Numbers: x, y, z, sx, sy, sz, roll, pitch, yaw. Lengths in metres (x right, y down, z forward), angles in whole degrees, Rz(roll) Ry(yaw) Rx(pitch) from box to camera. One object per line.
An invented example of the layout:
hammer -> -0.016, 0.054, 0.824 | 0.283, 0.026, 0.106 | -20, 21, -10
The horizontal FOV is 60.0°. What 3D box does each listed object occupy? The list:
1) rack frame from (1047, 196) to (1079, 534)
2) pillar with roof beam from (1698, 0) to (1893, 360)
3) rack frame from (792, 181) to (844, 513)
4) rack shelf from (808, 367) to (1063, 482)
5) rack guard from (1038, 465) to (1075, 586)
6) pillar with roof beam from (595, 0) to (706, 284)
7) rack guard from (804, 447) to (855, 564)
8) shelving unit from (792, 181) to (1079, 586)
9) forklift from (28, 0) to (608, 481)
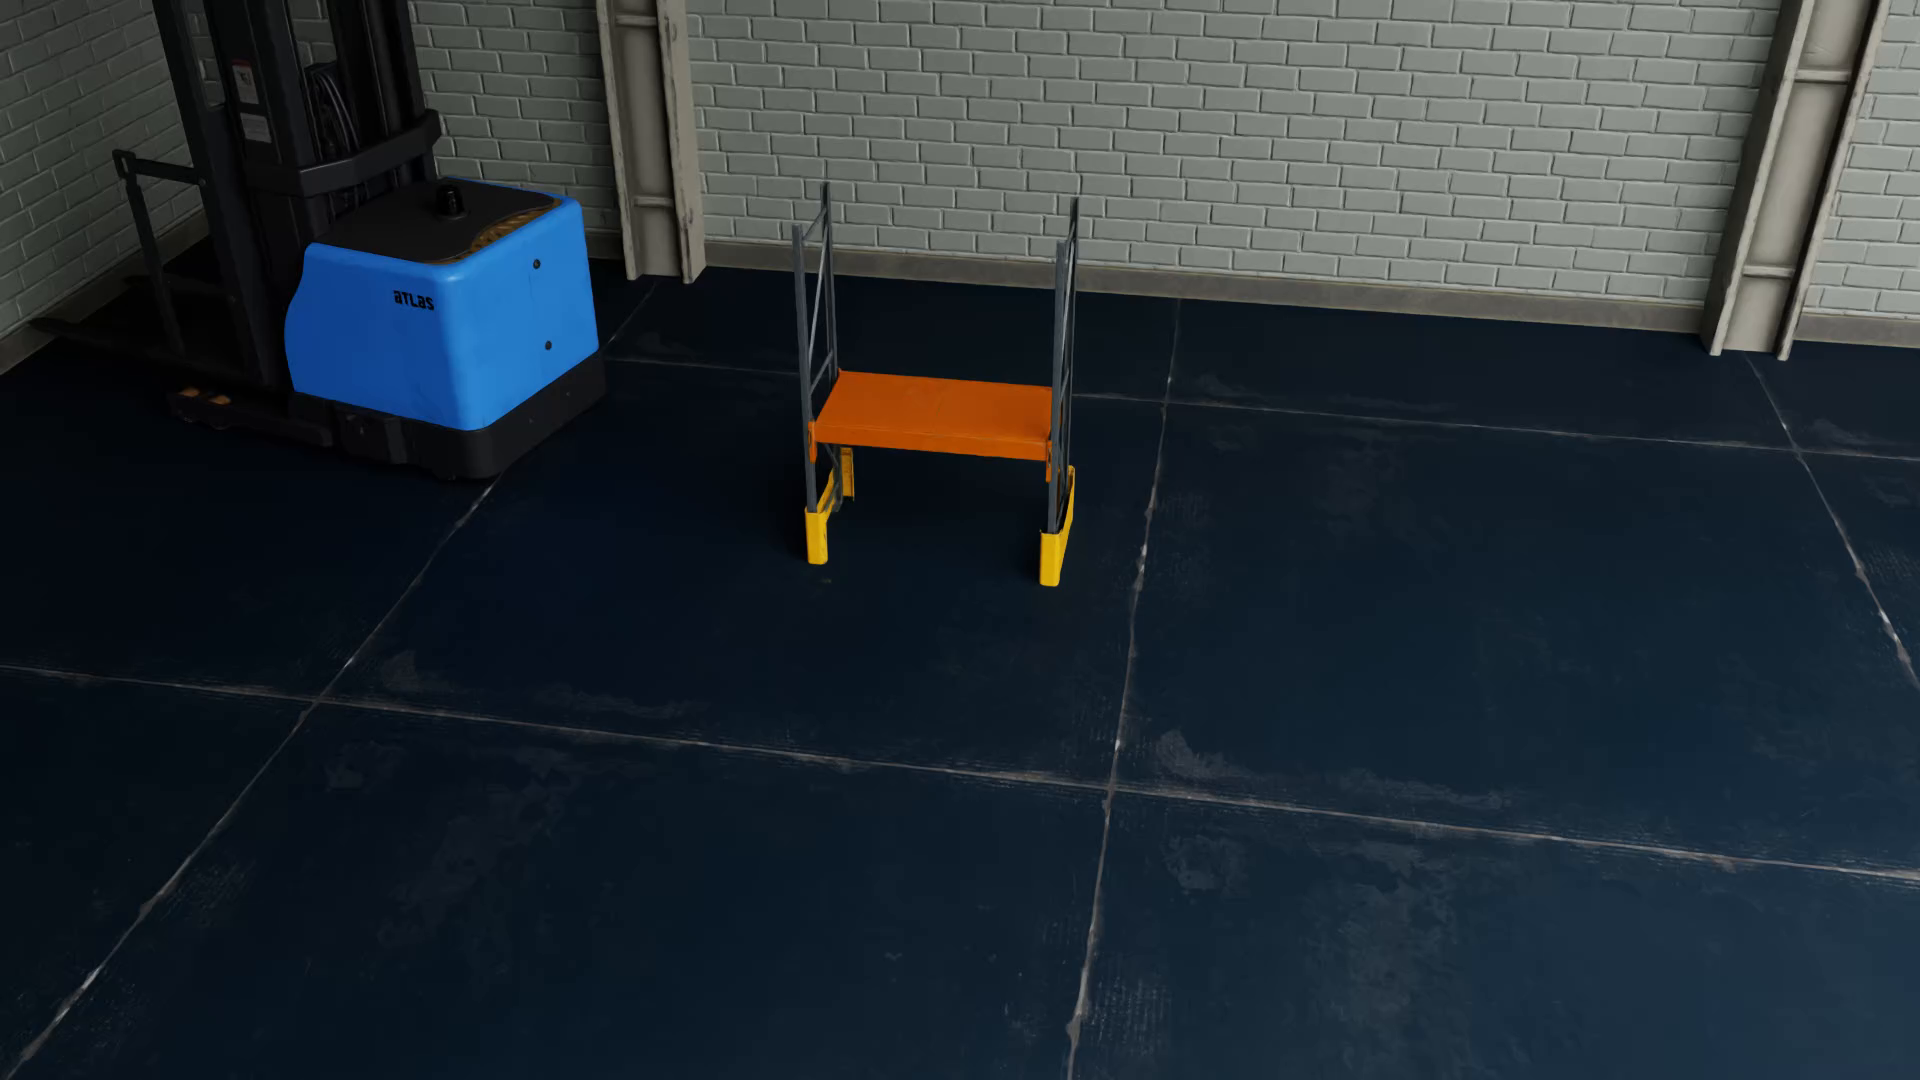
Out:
rack frame -> 0.417, -0.598, 6.792 | 0.032, 1.500, 0.500 | 5, 32, 8
pillar with roof beam -> 3.469, -2.607, 2.934 | 0.400, 9.000, 9.100 | 5, 32, 8
rack frame -> -0.585, -0.689, 6.937 | 0.032, 1.500, 0.500 | 5, 32, 8
rack shelf -> -0.084, -0.491, 6.960 | 1.000, 0.185, 0.538 | 5, 32, 8
rack guard -> 0.416, -0.068, 7.124 | 0.087, 0.250, 0.587 | 5, 32, 8
pillar with roof beam -> -2.445, -3.143, 3.790 | 0.400, 9.000, 9.100 | 5, 32, 8
rack guard -> -0.566, -0.157, 7.266 | 0.087, 0.250, 0.587 | 5, 32, 8
shelving unit -> -0.075, -0.643, 6.863 | 1.083, 1.500, 0.587 | 5, 32, 8
forklift -> -3.321, -2.020, 7.715 | 3.031, 2.935, 1.130 | 13, 34, 20
